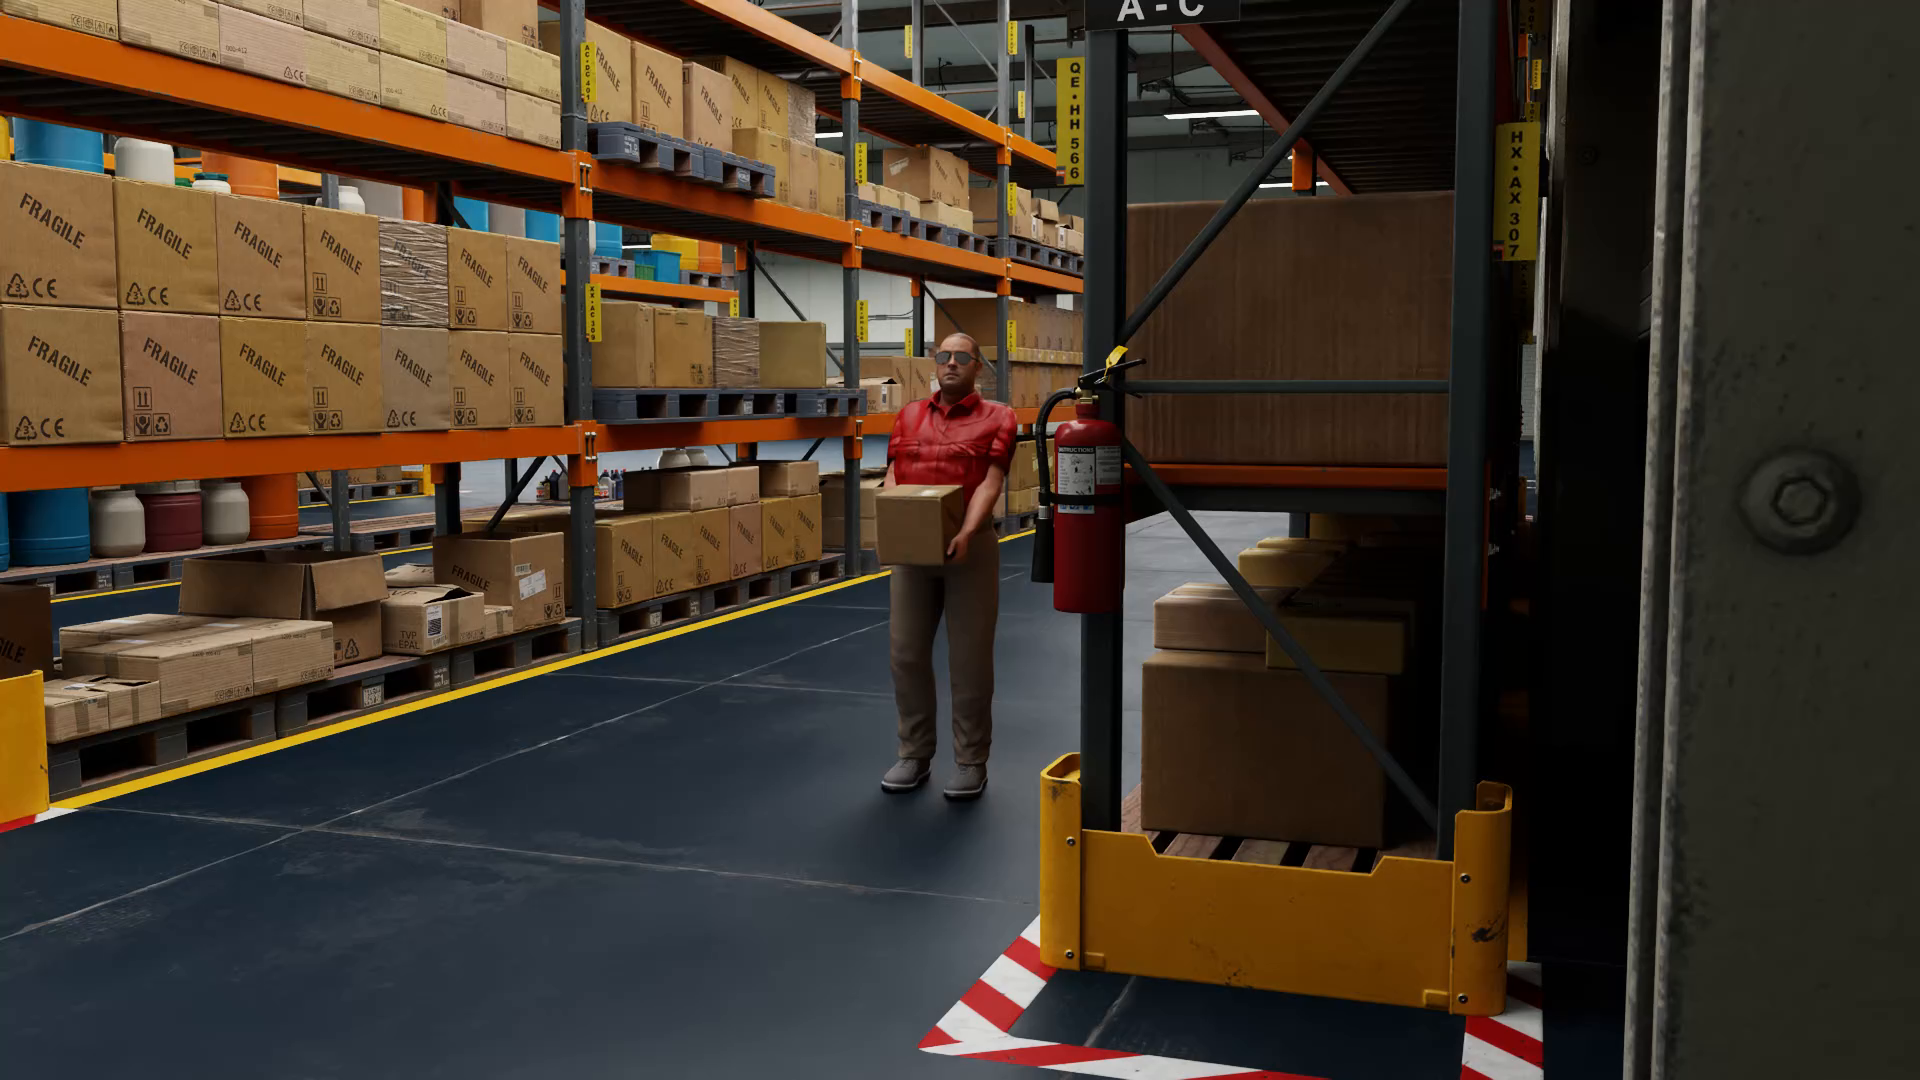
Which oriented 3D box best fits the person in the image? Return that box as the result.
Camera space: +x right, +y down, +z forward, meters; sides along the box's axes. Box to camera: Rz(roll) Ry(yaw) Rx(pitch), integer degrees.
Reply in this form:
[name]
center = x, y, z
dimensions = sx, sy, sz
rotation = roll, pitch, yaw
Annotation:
[person]
center = -0.067, 0.087, 6.186
dimensions = 0.494, 1.712, 0.530
rotation = 2, 5, 19
